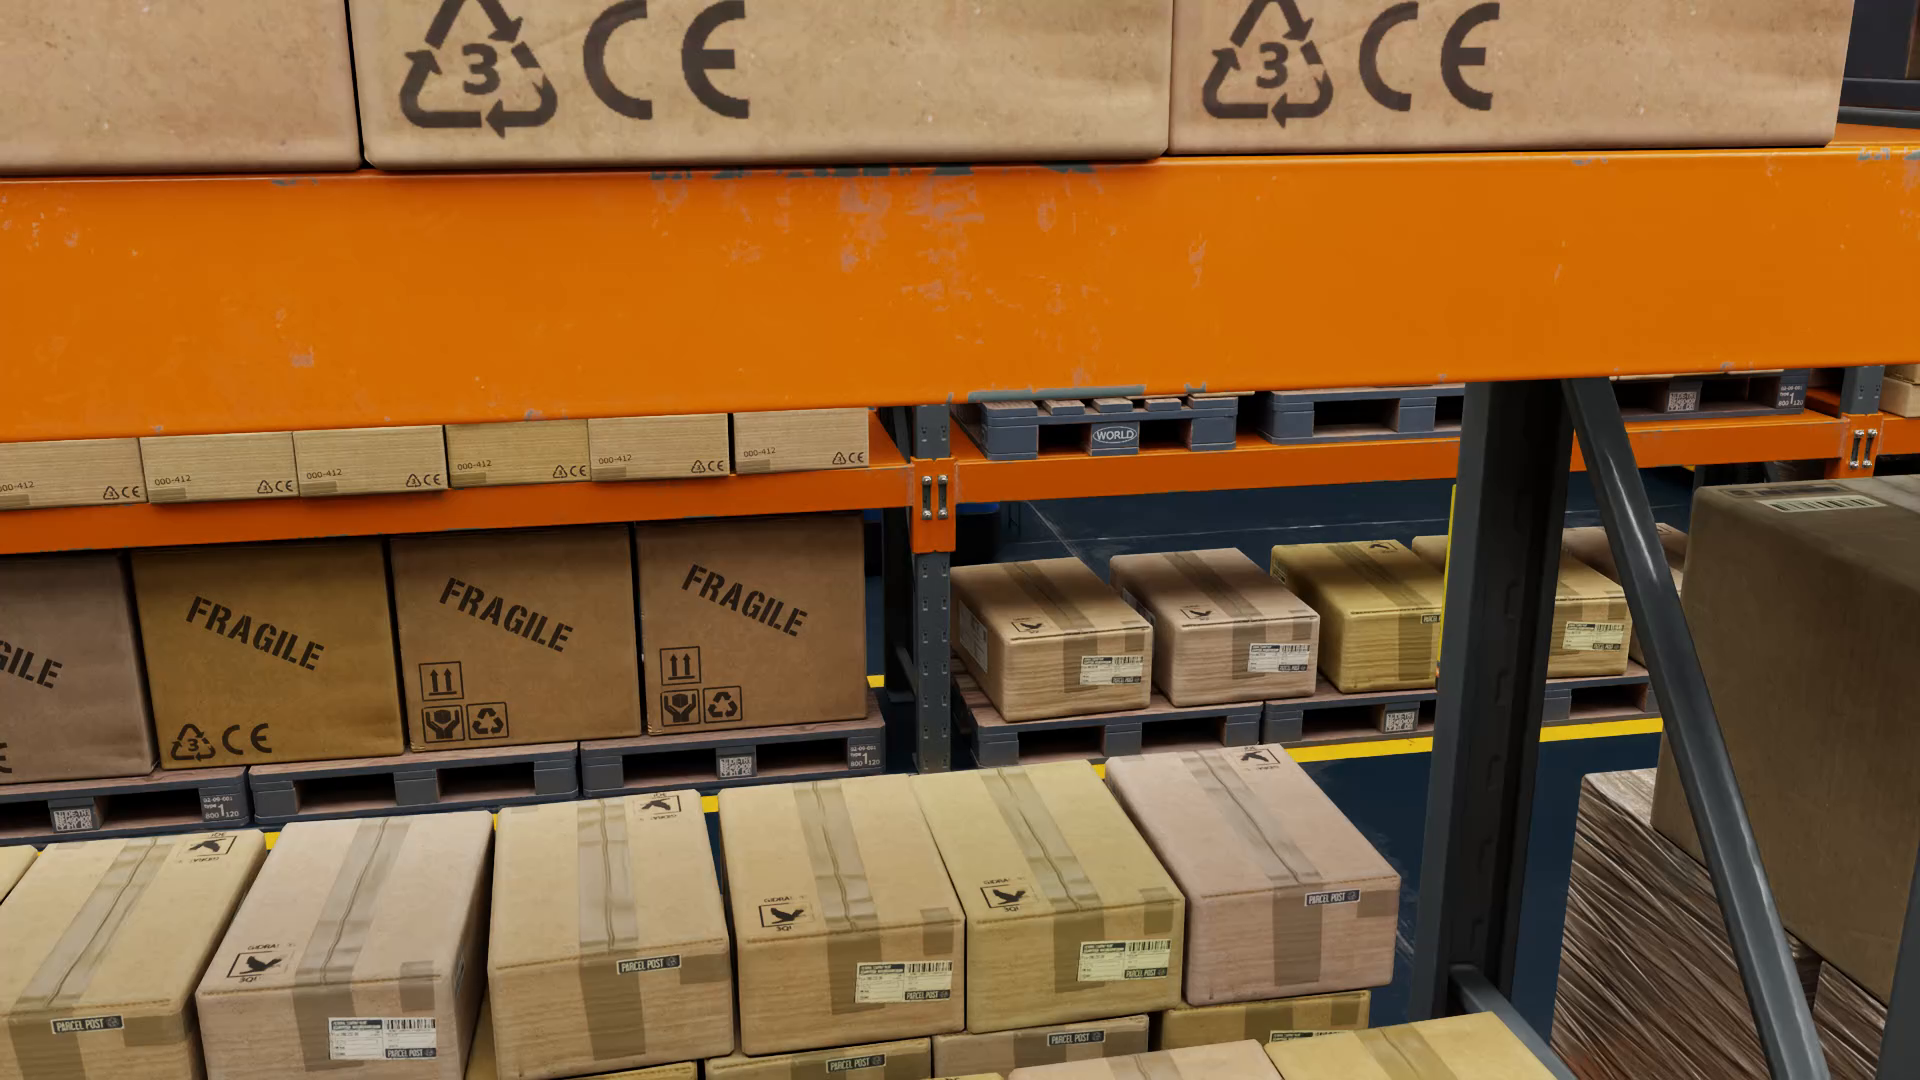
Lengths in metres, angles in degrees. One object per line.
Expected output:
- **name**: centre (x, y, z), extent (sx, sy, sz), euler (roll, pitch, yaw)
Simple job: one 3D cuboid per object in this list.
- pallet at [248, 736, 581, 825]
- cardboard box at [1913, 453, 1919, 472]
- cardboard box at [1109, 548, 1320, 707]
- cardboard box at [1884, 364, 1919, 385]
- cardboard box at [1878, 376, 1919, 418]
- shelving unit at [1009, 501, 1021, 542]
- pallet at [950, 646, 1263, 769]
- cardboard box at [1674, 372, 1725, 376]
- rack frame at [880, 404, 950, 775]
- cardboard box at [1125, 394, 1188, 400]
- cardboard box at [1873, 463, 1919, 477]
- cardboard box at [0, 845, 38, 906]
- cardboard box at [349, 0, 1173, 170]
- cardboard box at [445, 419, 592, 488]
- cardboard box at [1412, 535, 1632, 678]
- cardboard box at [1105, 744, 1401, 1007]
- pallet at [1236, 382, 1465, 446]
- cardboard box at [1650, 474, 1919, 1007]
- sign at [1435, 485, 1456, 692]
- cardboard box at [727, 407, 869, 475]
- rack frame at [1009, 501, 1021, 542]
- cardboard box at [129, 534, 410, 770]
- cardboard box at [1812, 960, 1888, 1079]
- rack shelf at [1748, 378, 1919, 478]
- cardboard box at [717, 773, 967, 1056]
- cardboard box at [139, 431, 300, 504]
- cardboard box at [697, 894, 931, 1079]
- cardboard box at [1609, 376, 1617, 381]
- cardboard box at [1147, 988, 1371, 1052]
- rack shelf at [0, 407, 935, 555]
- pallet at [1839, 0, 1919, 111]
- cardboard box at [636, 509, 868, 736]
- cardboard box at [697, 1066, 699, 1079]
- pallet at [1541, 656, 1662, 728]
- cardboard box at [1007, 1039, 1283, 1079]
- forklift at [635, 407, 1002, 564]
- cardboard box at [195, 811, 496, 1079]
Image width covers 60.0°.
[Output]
- **pallet**: centre (-2.177, 0.802, 6.842), extent (1.213, 0.211, 1.003), euler (-3, 17, -10)
- **cardboard box**: centre (4.499, -0.343, 7.405), extent (0.250, 0.149, 0.380), euler (-3, 17, -10)
- **cardboard box**: centre (1.086, 0.363, 7.281), extent (0.625, 0.372, 0.950), euler (-4, 17, -12)
- **cardboard box**: centre (4.219, -0.977, 7.208), extent (0.500, 0.500, 0.500), euler (-3, 17, -11)
- **cardboard box**: centre (4.104, -0.648, 7.241), extent (0.250, 0.149, 0.380), euler (-3, 17, -11)
- **shelving unit**: centre (0.236, -0.589, 9.687), extent (0.189, 1.200, 0.258), euler (-4, 17, -12)
- **pallet**: centre (0.574, 0.669, 7.273), extent (1.213, 0.211, 1.003), euler (-3, 17, -10)
- **cardboard box**: centre (3.019, -0.806, 7.040), extent (0.250, 0.149, 0.380), euler (-4, 17, -12)
- **rack frame**: centre (-0.193, -0.620, 6.723), extent (0.127, 3.000, 1.000), euler (-3, 17, -10)
- **cardboard box**: centre (0.722, -0.674, 6.609), extent (0.250, 0.149, 0.380), euler (-4, 18, -14)
- **cardboard box**: centre (4.364, -0.043, 7.534), extent (0.500, 0.500, 0.500), euler (-2, 17, -8)
- **cardboard box**: centre (-1.181, 0.492, 1.800), extent (0.250, 0.149, 0.380), euler (-3, 17, -11)
- **cardboard box**: centre (-0.156, -0.544, 1.195), extent (0.500, 0.500, 0.500), euler (-3, 17, -10)
- **cardboard box**: centre (-1.637, -0.389, 6.226), extent (0.500, 0.250, 0.500), euler (-3, 17, -11)
- **cardboard box**: centre (2.514, 0.283, 7.541), extent (0.625, 0.372, 0.950), euler (-2, 17, -7)
- **cardboard box**: centre (0.350, 0.406, 2.080), extent (0.250, 0.149, 0.380), euler (-3, 17, -10)
- **pallet**: centre (1.742, -0.651, 7.148), extent (1.213, 0.211, 1.003), euler (-3, 17, -10)
- **cardboard box**: centre (1.288, 0.253, 2.006), extent (0.500, 0.500, 0.700), euler (-3, 17, -11)
- **sign**: centre (0.736, 0.088, 2.446), extent (0.005, 0.325, 0.100), euler (-3, 17, -10)
- **cardboard box**: centre (-0.641, -0.446, 6.409), extent (0.500, 0.250, 0.500), euler (-4, 17, -12)
- **rack frame**: centre (0.325, -0.595, 9.707), extent (0.006, 1.200, 0.240), euler (-4, 17, -12)
- **cardboard box**: centre (-2.642, 0.307, 6.606), extent (0.875, 0.875, 0.875), euler (-3, 17, -9)
- **cardboard box**: centre (1.337, 0.806, 1.909), extent (0.500, 0.500, 0.500), euler (-3, 17, -10)
- **rack shelf**: centre (5.698, -0.611, 7.916), extent (4.000, 0.370, 1.077), euler (-3, 17, -10)
- **cardboard box**: centre (-0.151, 0.434, 1.990), extent (0.250, 0.149, 0.380), euler (-3, 17, -11)
- **cardboard box**: centre (-2.625, -0.328, 6.025), extent (0.500, 0.250, 0.500), euler (-3, 17, -11)
- **cardboard box**: centre (-0.195, 0.579, 2.025), extent (0.250, 0.149, 0.380), euler (-4, 17, -12)
- **cardboard box**: centre (2.523, -0.766, 6.910), extent (0.250, 0.149, 0.380), euler (-3, 17, -10)
- **cardboard box**: centre (0.332, 0.547, 2.128), extent (0.250, 0.149, 0.380), euler (-2, 17, -8)
- **rack shelf**: centre (-2.157, -0.165, 6.466), extent (4.000, 0.370, 1.077), euler (-3, 17, -10)
- **pallet**: centre (1.467, -0.594, 1.849), extent (1.003, 0.211, 1.213), euler (-2, 17, -8)
- **cardboard box**: centre (-0.887, 0.209, 6.926), extent (0.875, 0.875, 0.875), euler (-3, 17, -11)
- **cardboard box**: centre (-0.426, 0.733, 2.030), extent (0.250, 0.149, 0.380), euler (-2, 17, -8)
- **pallet**: centre (2.970, 0.534, 7.715), extent (1.213, 0.211, 1.003), euler (-3, 17, -10)
- **cardboard box**: centre (0.204, 0.609, 1.421), extent (0.250, 0.149, 0.380), euler (-3, 17, -11)
- **forklift**: centre (-1.339, -1.312, 9.091), extent (3.031, 2.935, 1.130), euler (-4, 17, -12)
- **cardboard box**: centre (-0.676, 0.464, 1.891), extent (0.250, 0.149, 0.380), euler (-2, 17, -8)
